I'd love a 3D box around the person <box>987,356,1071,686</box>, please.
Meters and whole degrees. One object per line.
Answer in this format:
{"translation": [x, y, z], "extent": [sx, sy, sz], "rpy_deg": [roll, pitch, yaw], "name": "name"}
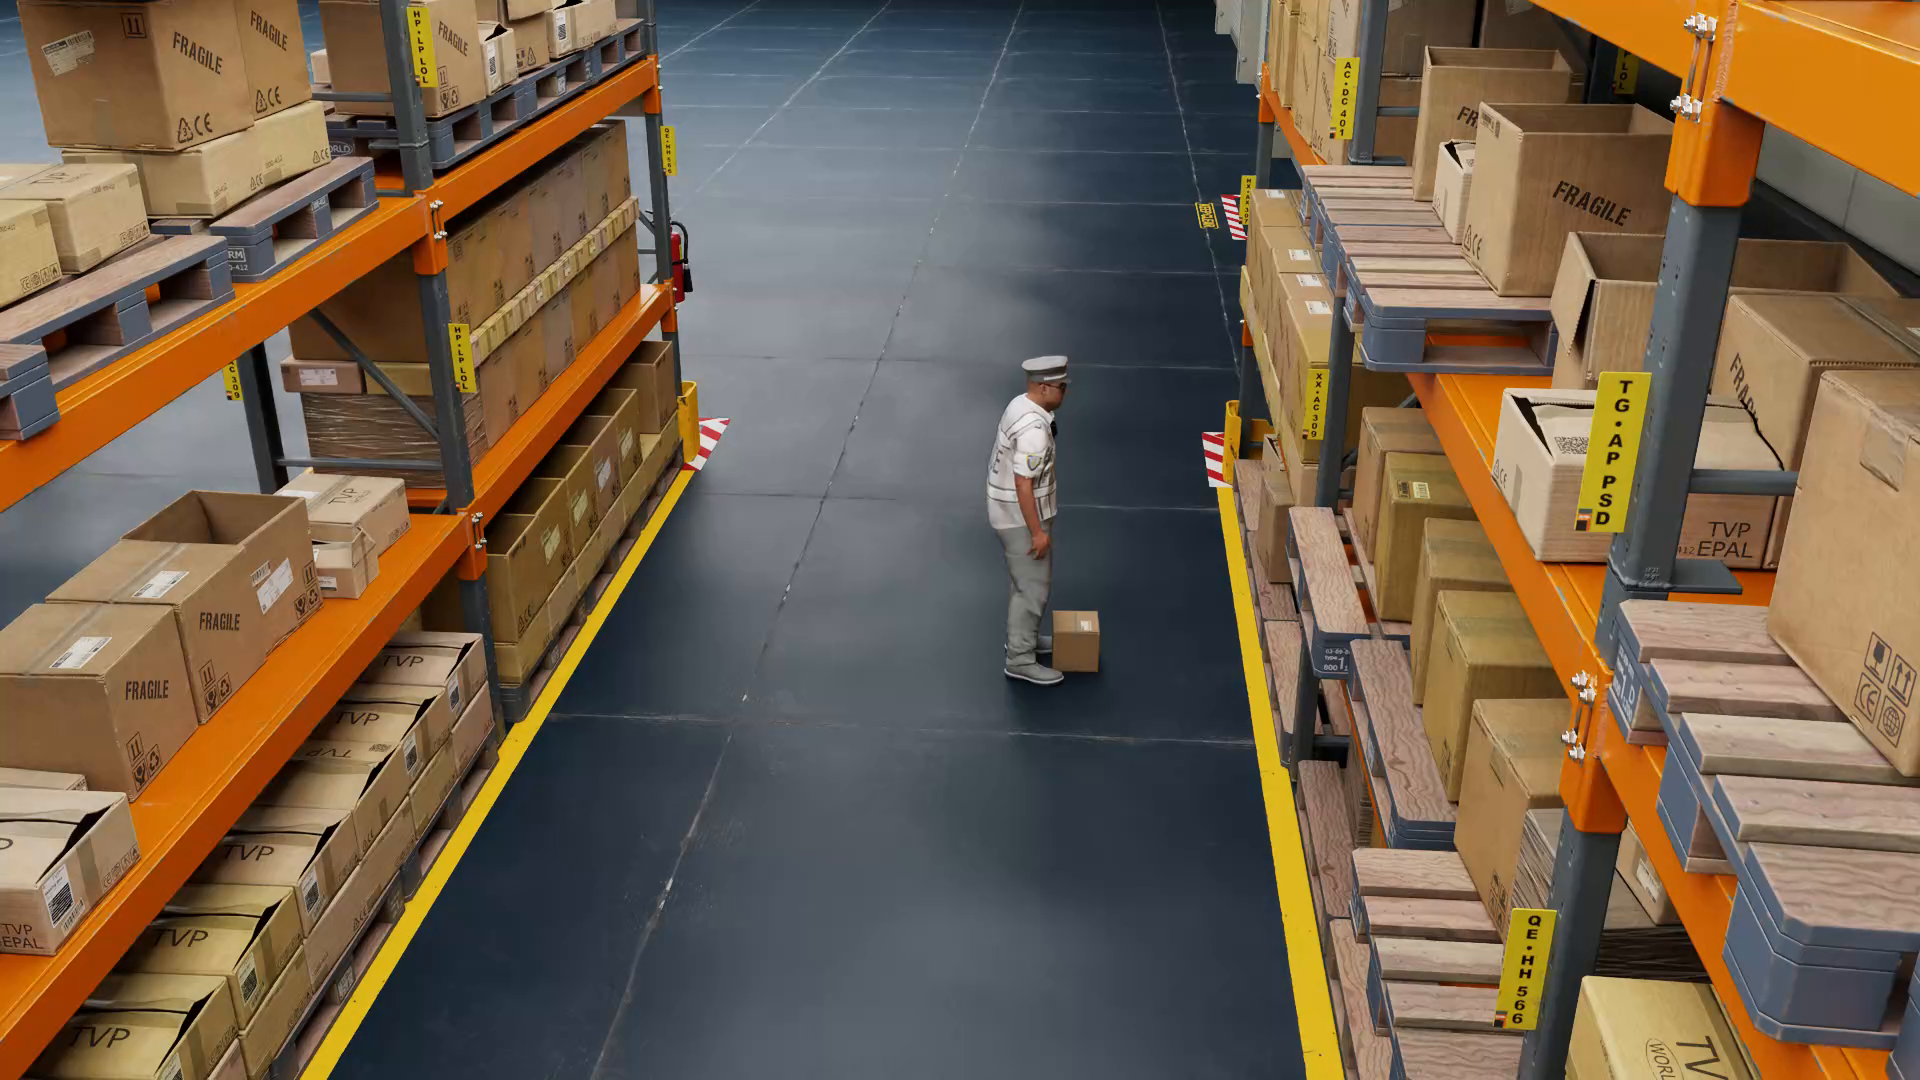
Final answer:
{"translation": [0.359, -0.131, 8.883], "extent": [0.435, 1.748, 0.606], "rpy_deg": [0, 24, 1], "name": "person"}
